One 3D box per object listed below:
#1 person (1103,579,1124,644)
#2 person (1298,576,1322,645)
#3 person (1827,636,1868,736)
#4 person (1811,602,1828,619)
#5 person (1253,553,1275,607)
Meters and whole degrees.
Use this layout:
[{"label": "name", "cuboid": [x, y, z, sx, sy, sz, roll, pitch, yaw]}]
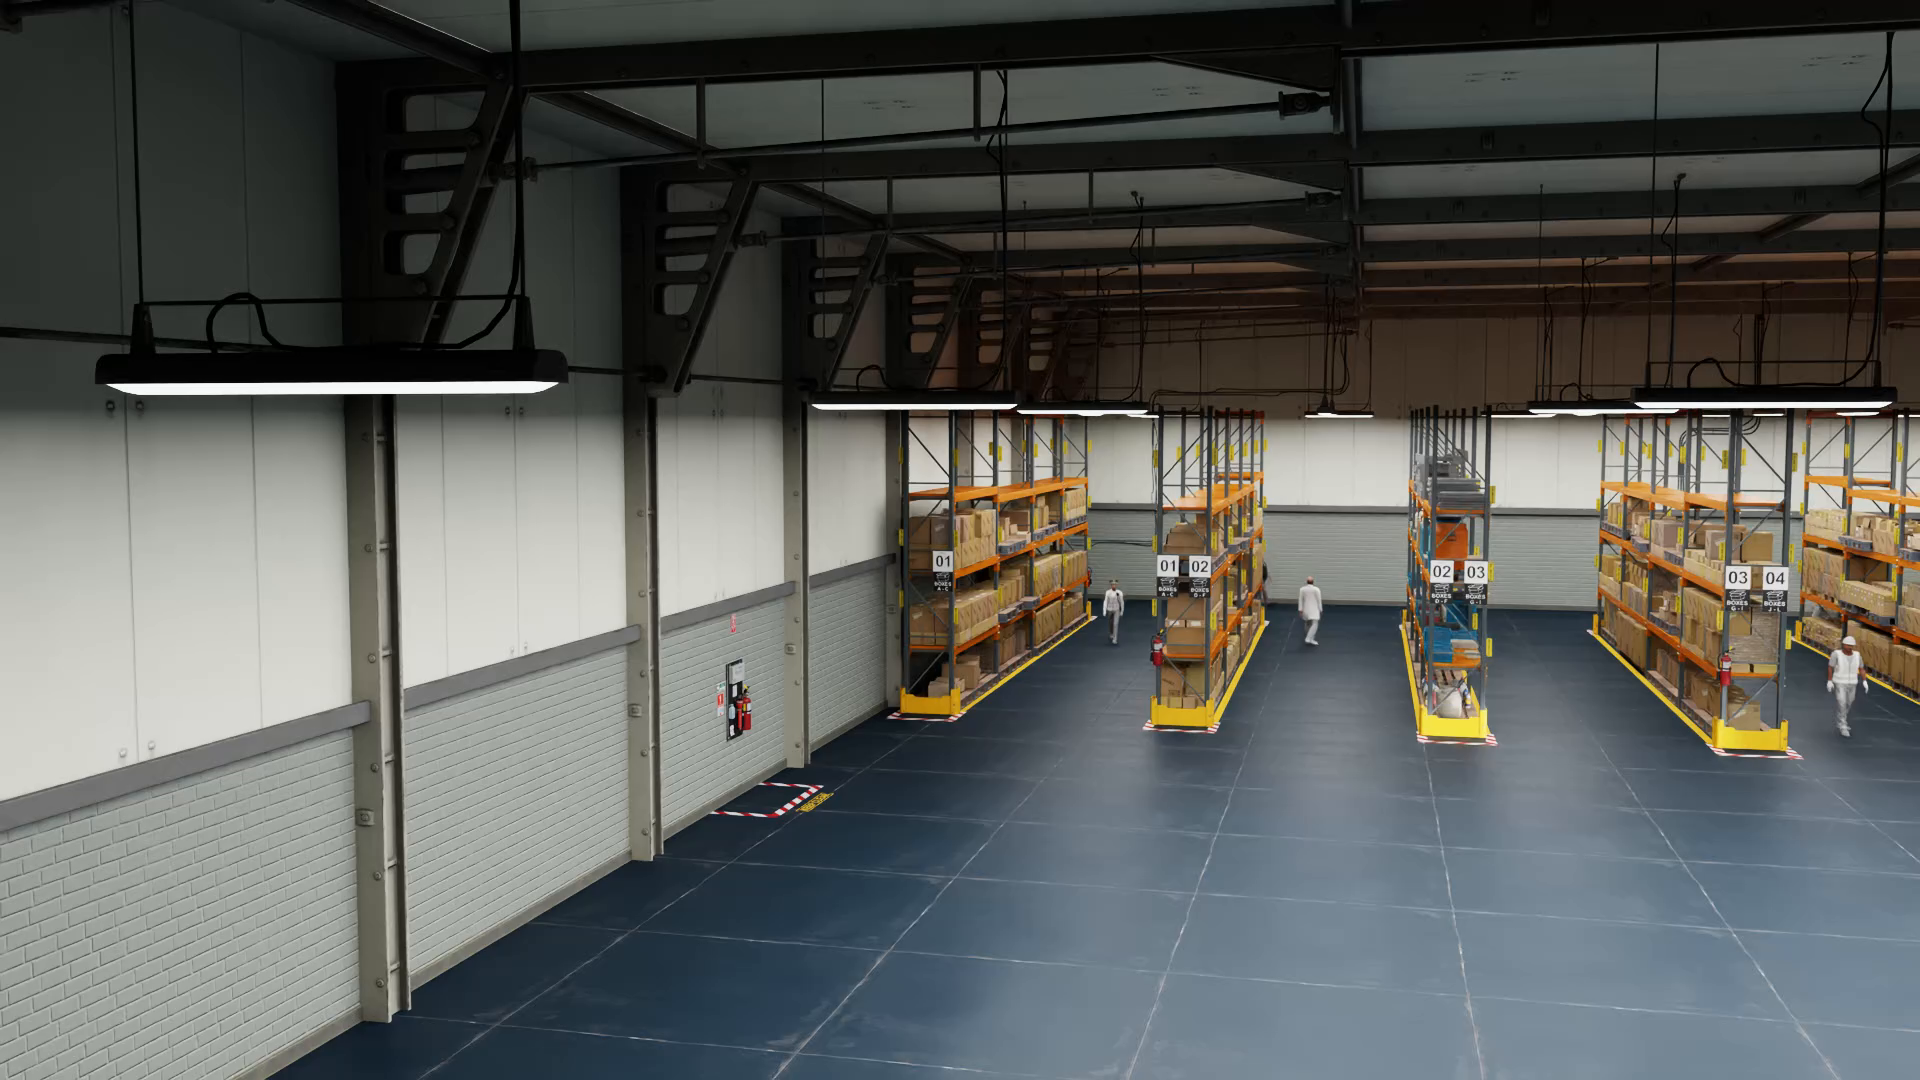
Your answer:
[{"label": "person", "cuboid": [3.967, 1.814, 42.869, 0.508, 1.622, 1.013, 1, 4, 13]}, {"label": "person", "cuboid": [8.942, 1.850, 42.400, 0.599, 1.658, 0.954, 3, 5, 35]}, {"label": "person", "cuboid": [16.255, 2.650, 30.457, 0.614, 1.788, 0.712, 0, 4, 2]}, {"label": "person", "cuboid": [22.937, 1.728, 44.202, 0.951, 1.636, 0.433, 1, 4, 13]}, {"label": "person", "cuboid": [9.300, 1.211, 51.020, 0.983, 1.679, 0.545, 4, 5, 42]}]
